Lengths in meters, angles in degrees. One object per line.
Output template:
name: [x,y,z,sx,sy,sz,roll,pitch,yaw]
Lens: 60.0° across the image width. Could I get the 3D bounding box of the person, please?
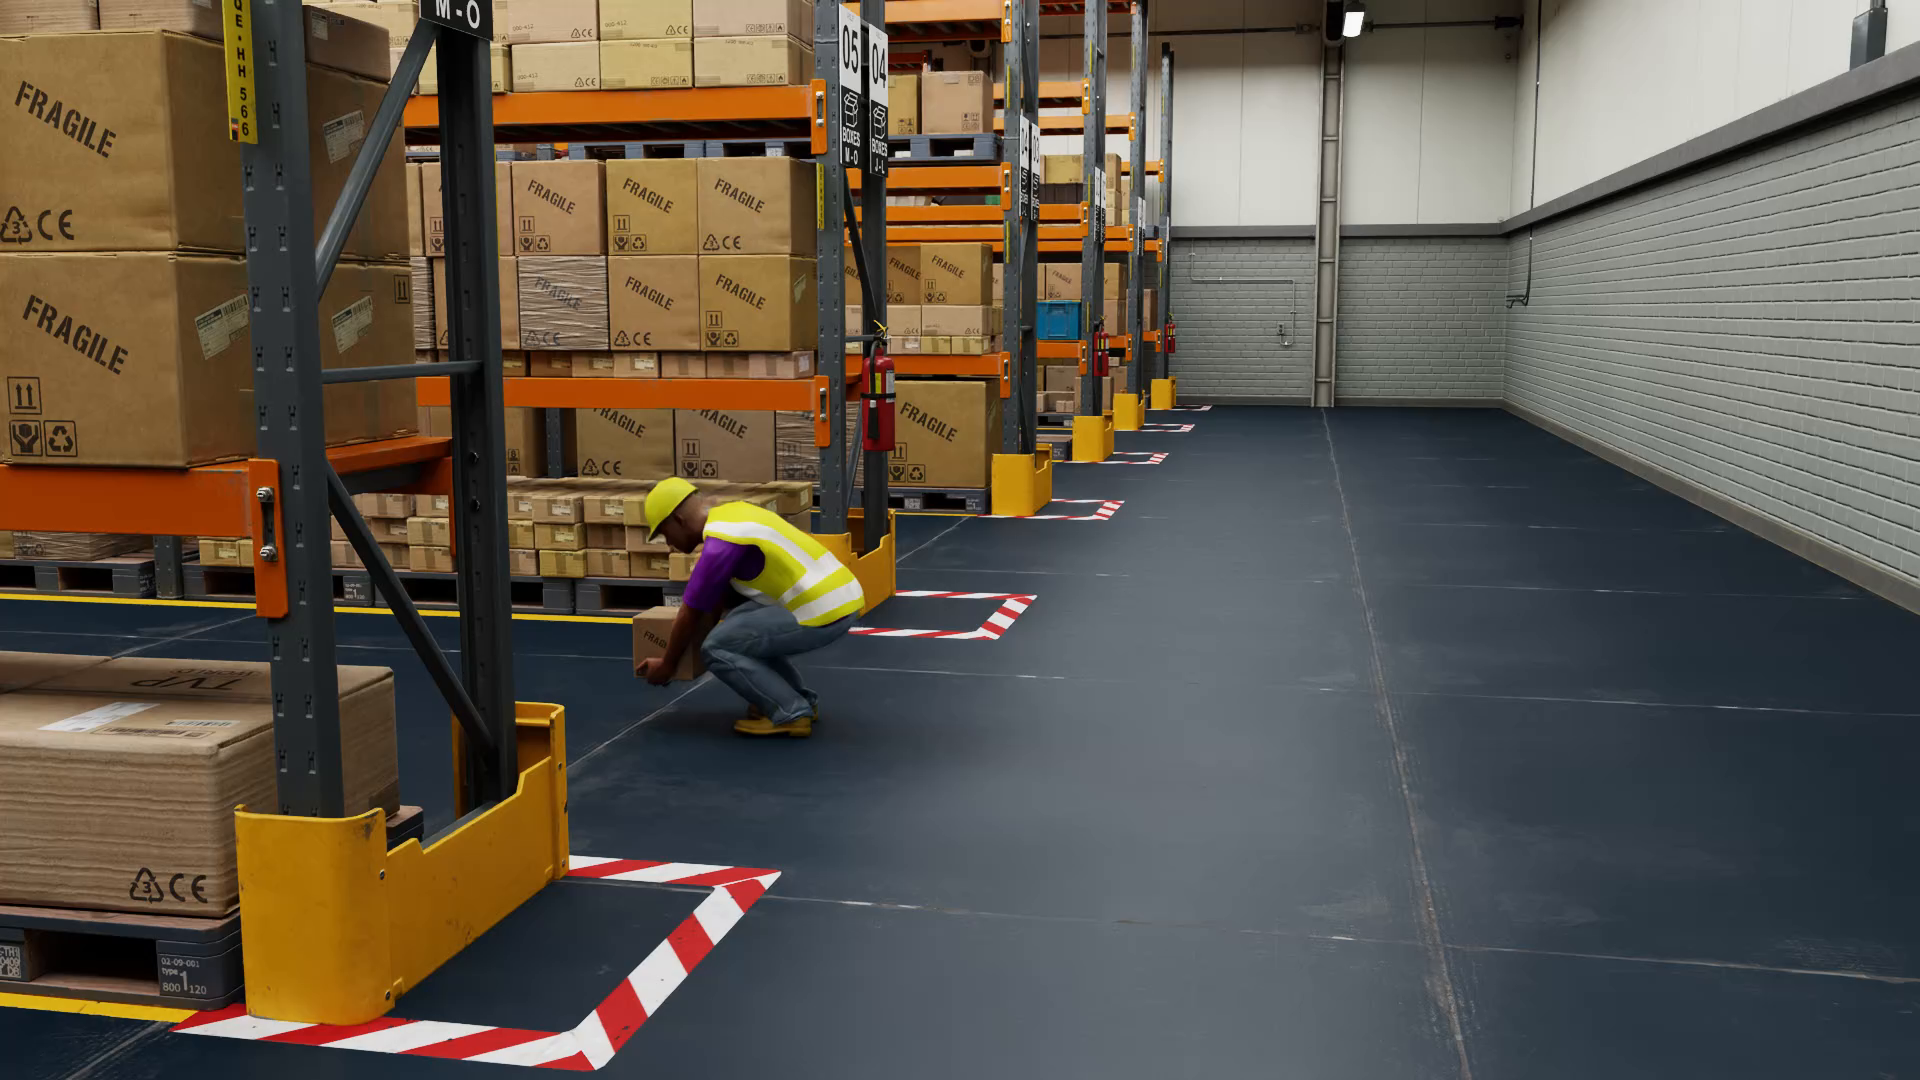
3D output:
person: [-0.844,0.258,6.643,0.897,1.013,0.542,1,8,10]
